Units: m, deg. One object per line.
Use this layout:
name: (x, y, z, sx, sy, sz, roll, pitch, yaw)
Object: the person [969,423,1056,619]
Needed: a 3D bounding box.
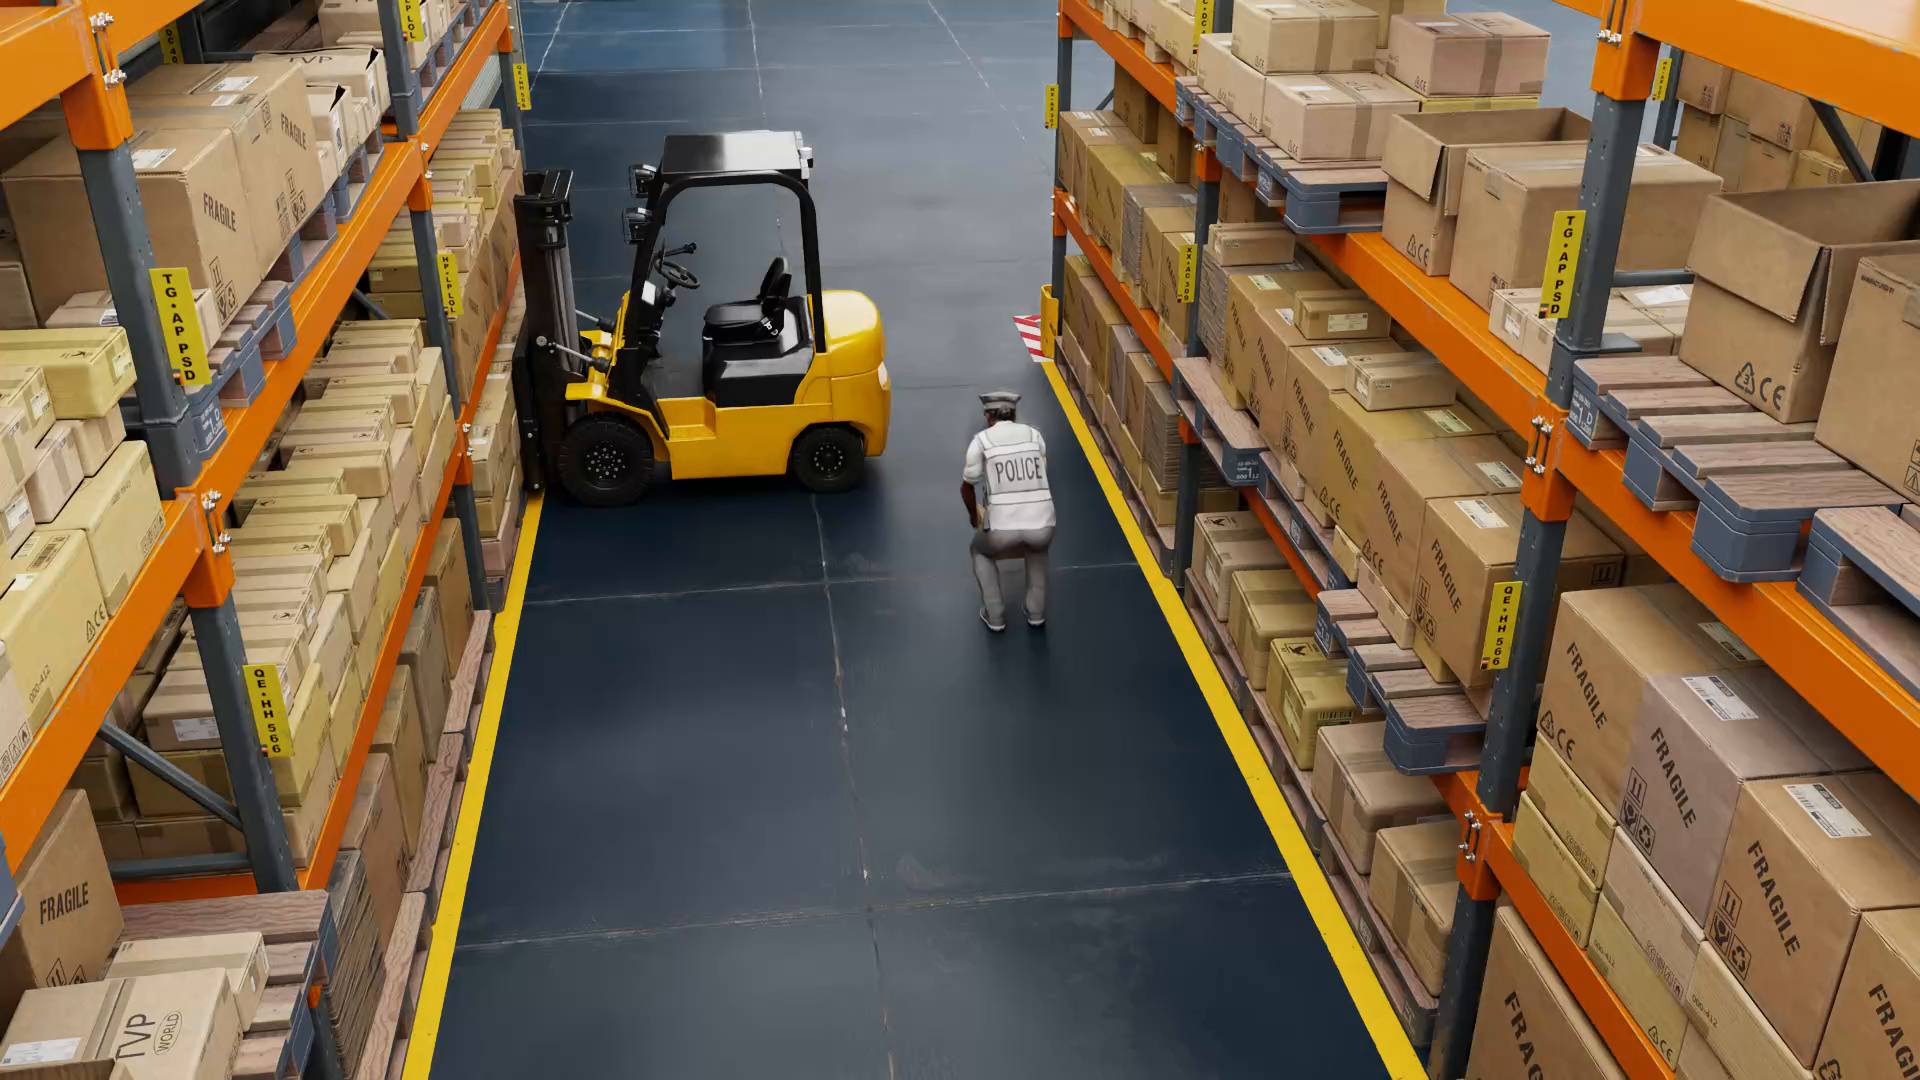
person: (0.301, -0.066, 9.228, 0.443, 1.104, 0.532, -4, 28, -7)
